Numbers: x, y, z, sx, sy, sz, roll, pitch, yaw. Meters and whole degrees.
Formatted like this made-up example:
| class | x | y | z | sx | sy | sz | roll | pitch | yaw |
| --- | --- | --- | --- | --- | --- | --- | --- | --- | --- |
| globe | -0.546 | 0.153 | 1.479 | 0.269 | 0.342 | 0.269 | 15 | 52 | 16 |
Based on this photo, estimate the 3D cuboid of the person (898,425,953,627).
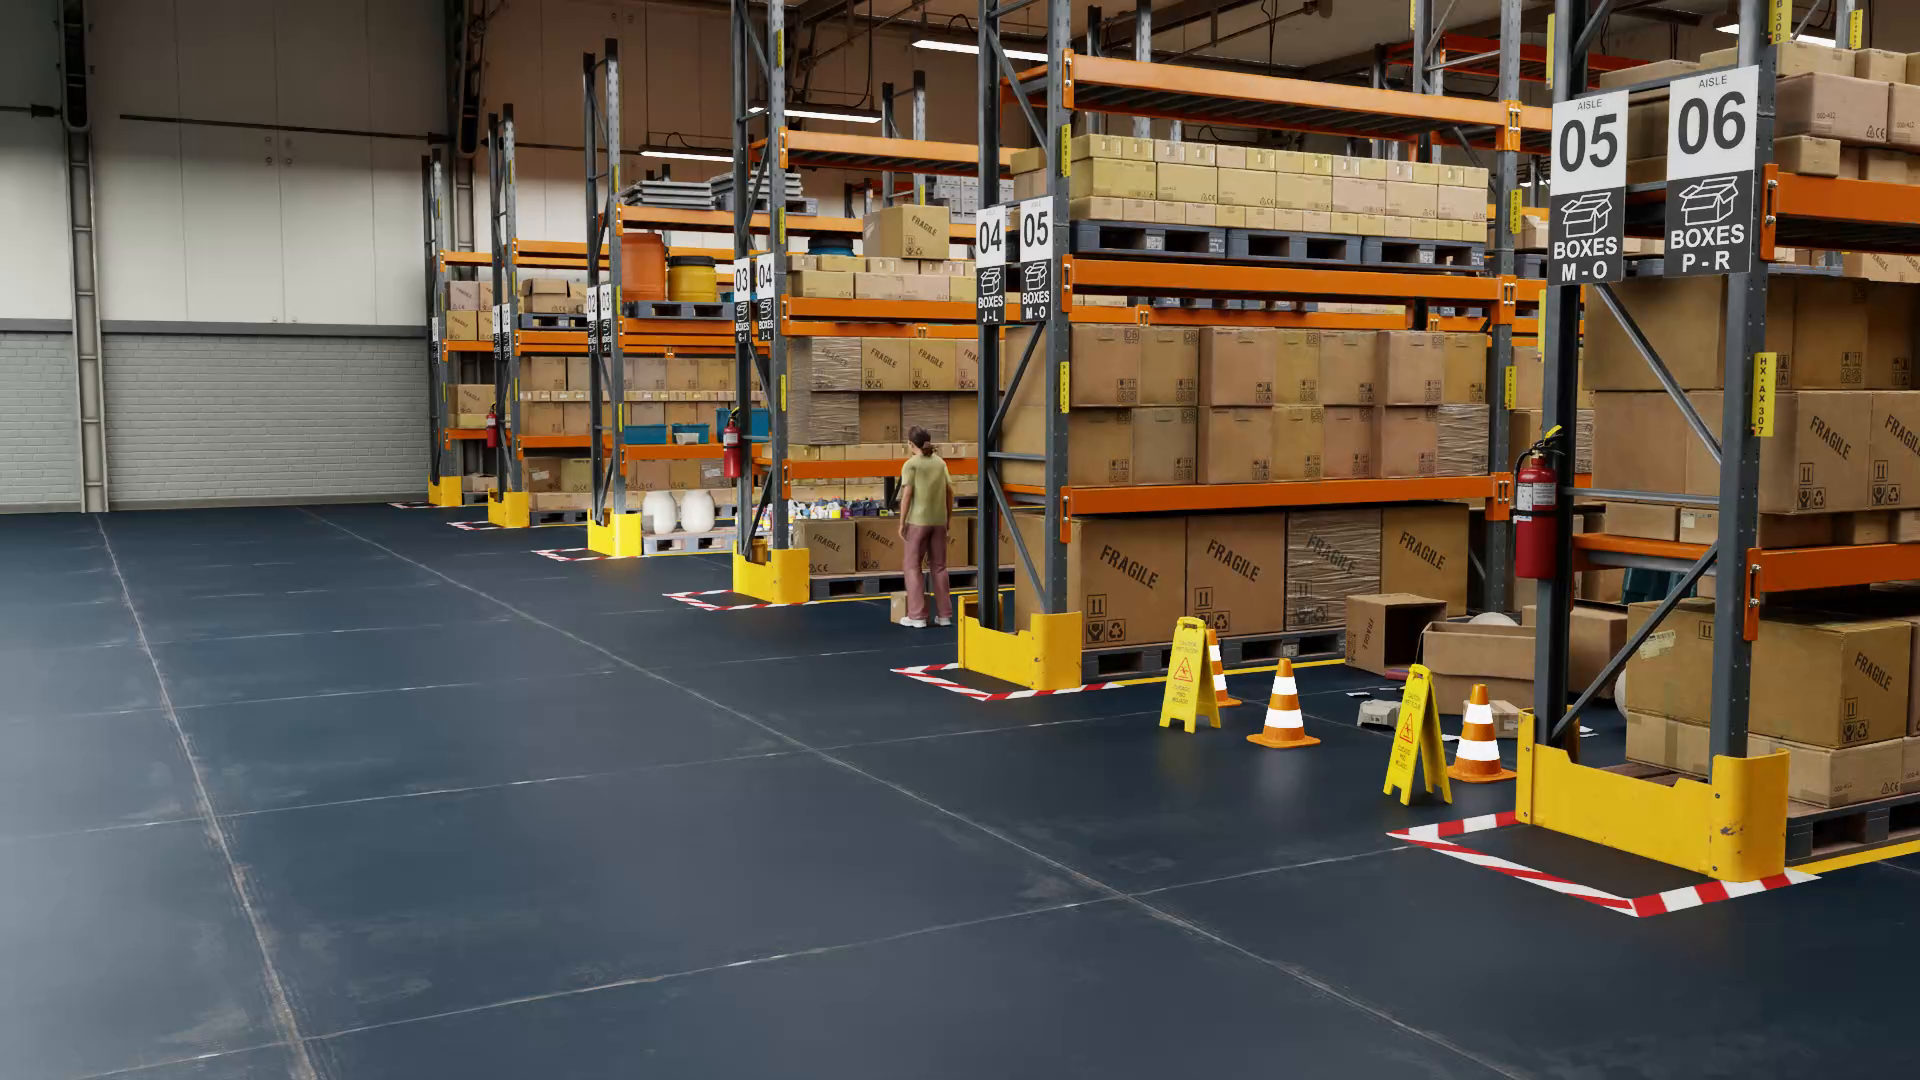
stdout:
| class | x | y | z | sx | sy | sz | roll | pitch | yaw |
| --- | --- | --- | --- | --- | --- | --- | --- | --- | --- |
| person | -0.293 | -0.117 | 13.784 | 0.520 | 1.671 | 0.368 | -3 | 6 | -32 |
